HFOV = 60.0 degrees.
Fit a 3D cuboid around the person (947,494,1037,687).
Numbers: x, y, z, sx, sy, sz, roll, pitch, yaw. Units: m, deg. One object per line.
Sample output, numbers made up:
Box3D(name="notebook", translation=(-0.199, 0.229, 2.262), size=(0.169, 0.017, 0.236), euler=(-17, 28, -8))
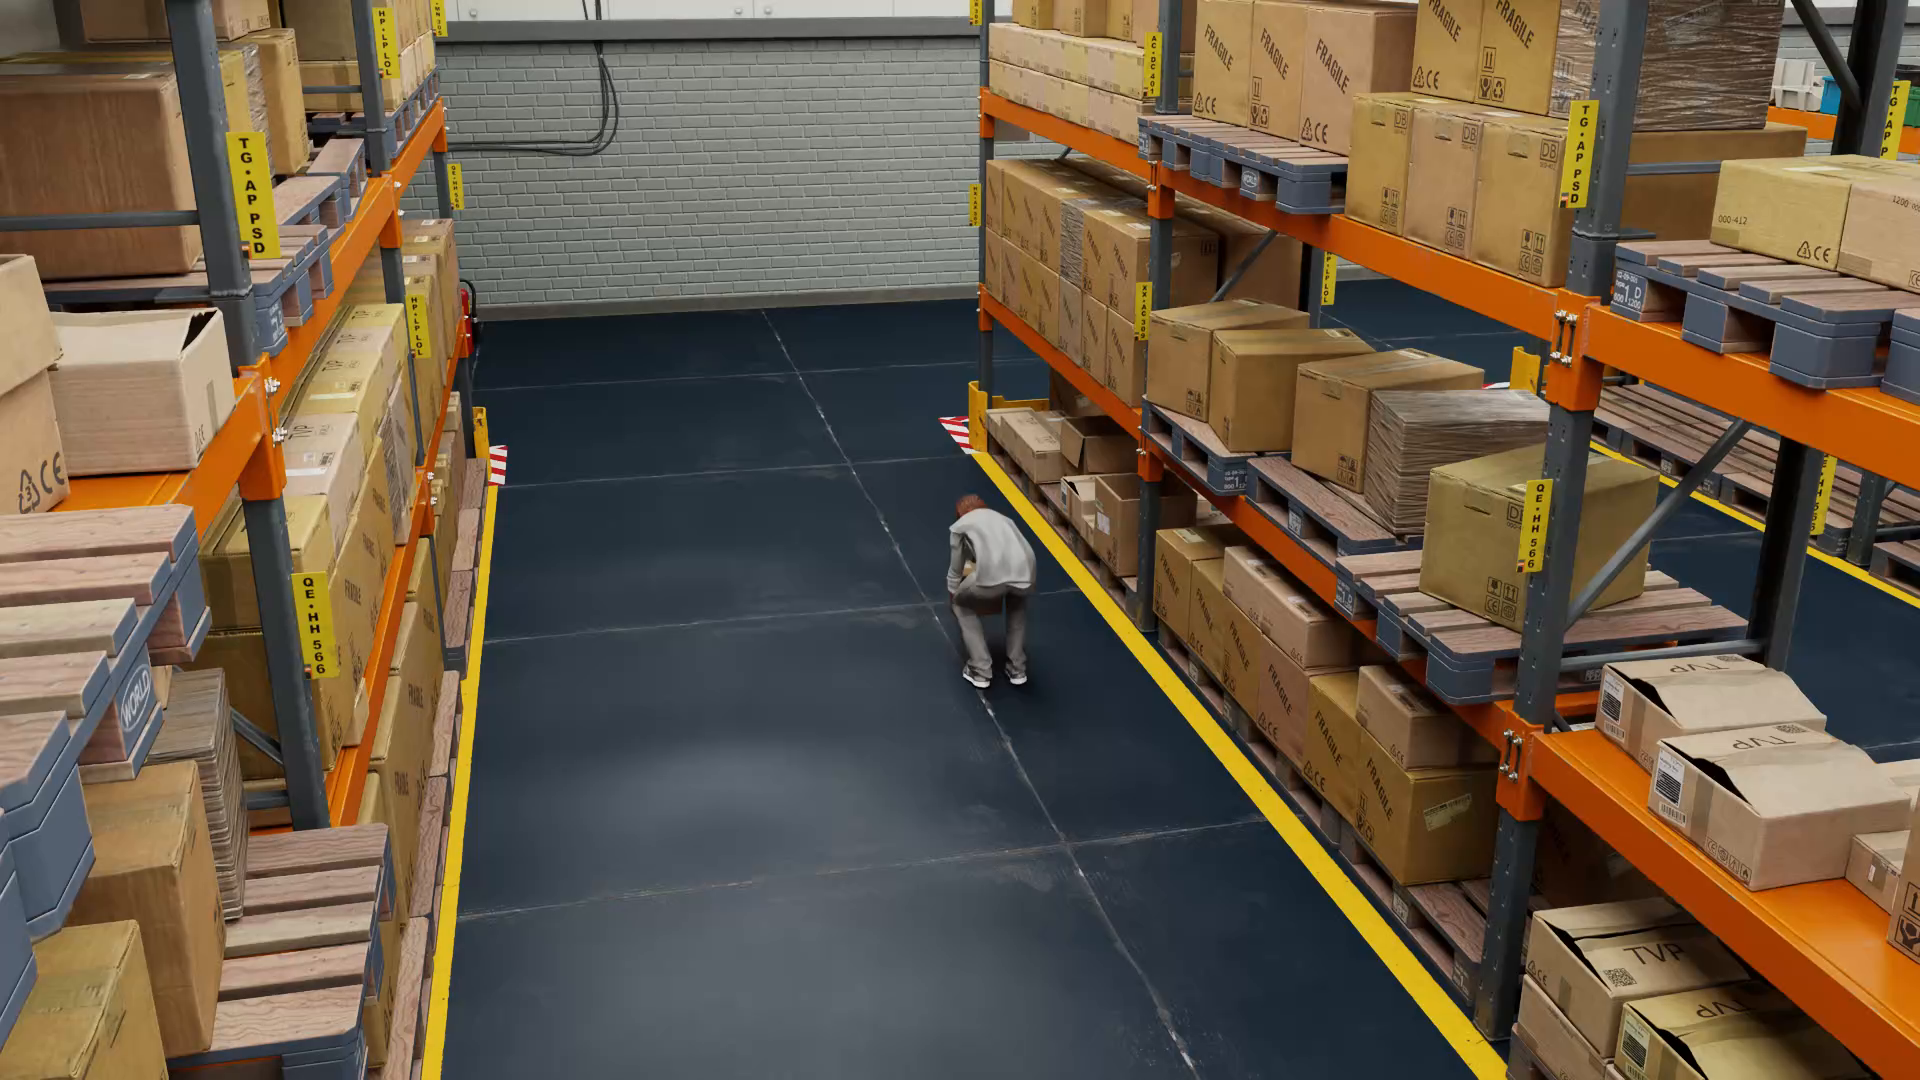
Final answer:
Box3D(name="person", translation=(0.160, 0.299, 9.264), size=(0.427, 0.916, 0.863), euler=(-6, 21, -15))
